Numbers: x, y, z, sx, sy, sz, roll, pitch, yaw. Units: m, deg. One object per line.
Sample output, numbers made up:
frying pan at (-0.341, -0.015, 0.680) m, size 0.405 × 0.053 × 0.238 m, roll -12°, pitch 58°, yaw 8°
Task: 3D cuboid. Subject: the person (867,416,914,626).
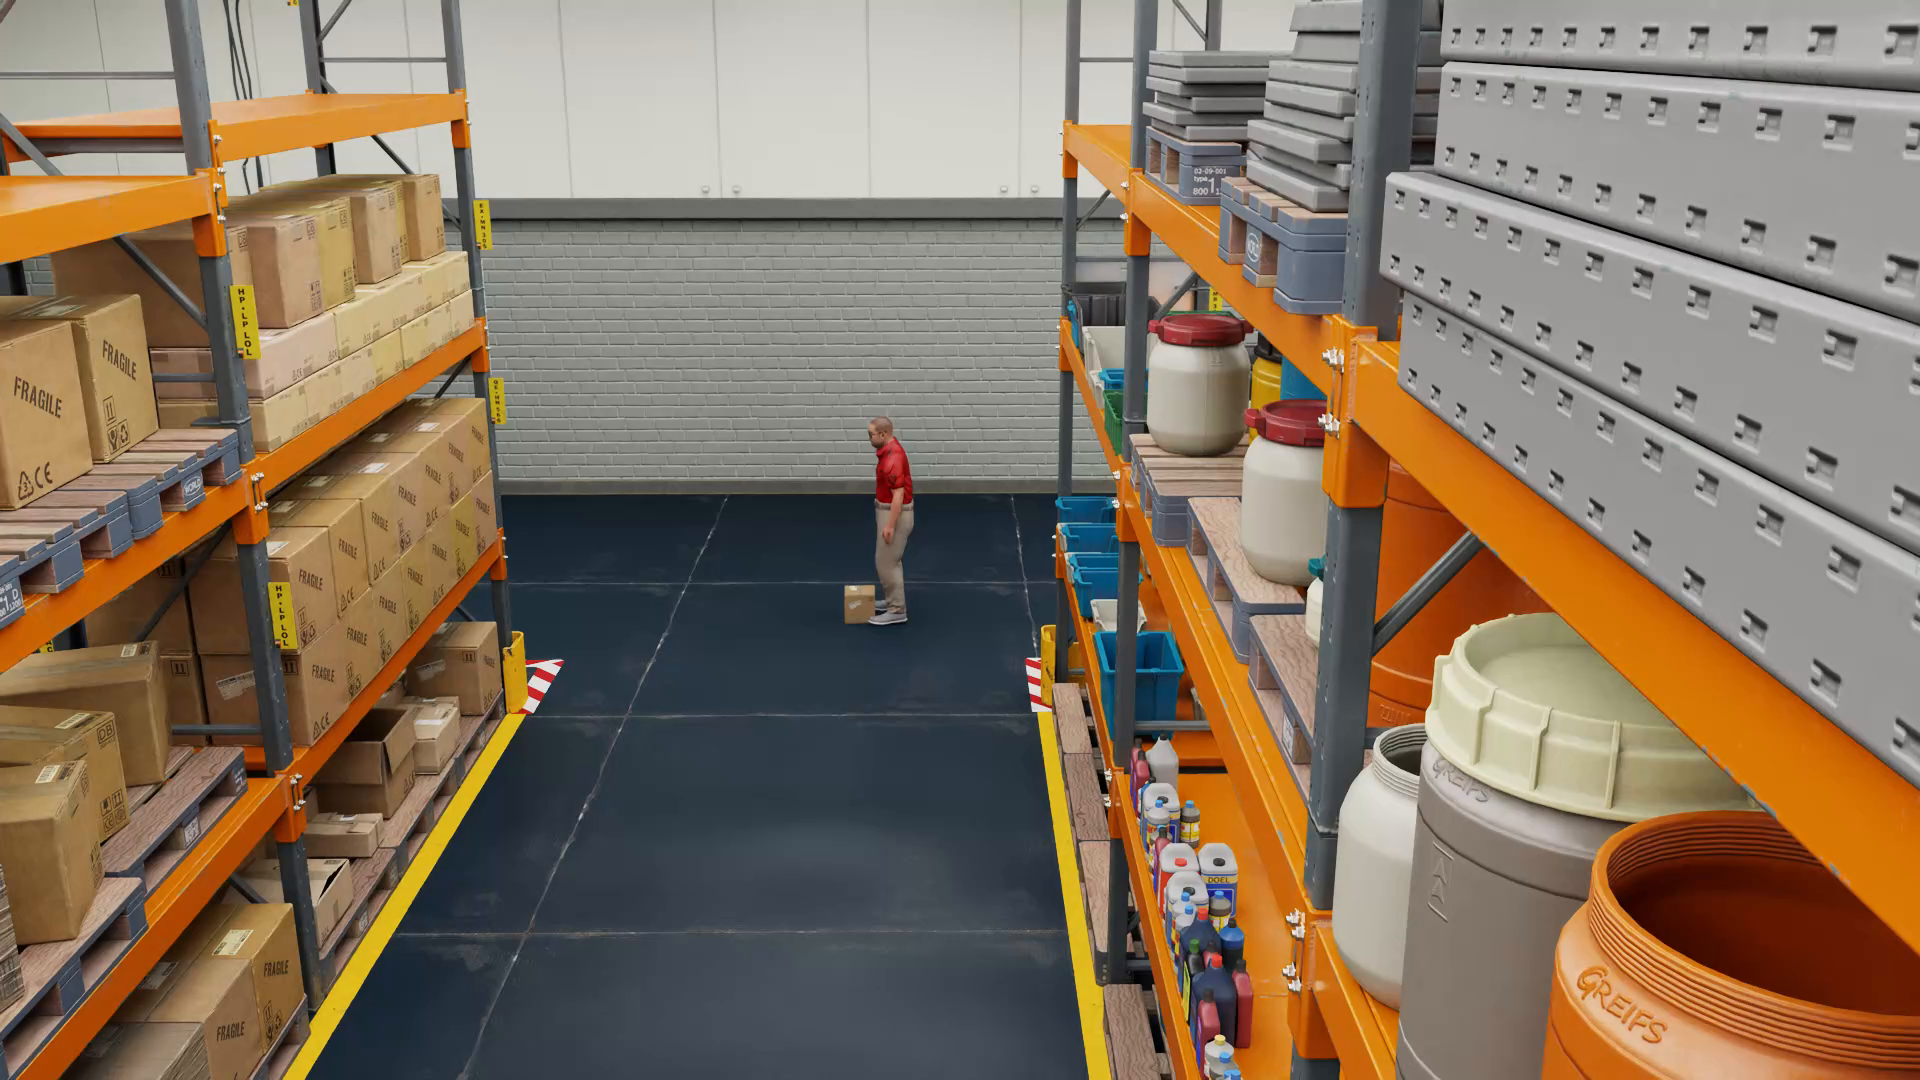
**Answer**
person at (-0.576, -0.175, 13.642) m, size 0.393 × 1.725 × 0.595 m, roll -1°, pitch 17°, yaw -4°
